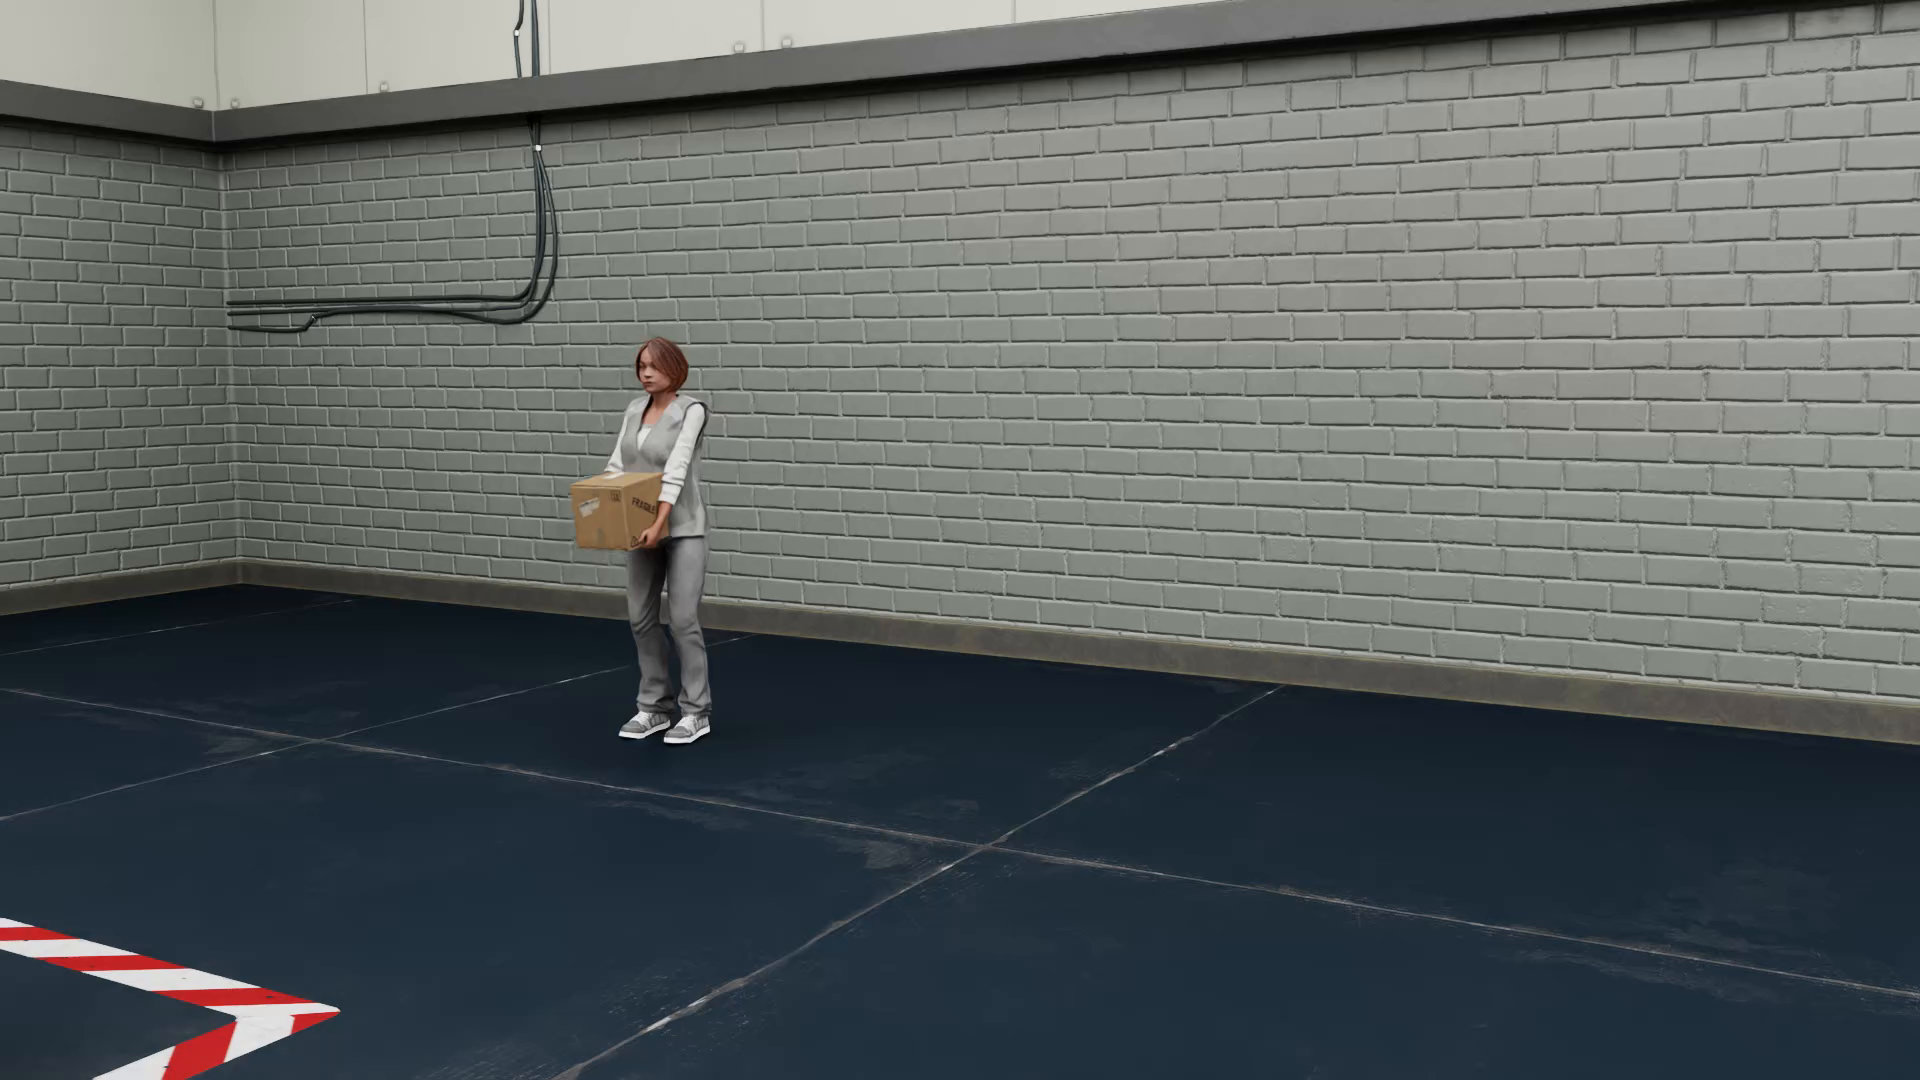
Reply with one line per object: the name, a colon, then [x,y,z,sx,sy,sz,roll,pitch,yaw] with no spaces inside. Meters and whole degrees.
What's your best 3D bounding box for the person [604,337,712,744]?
person: [-1.204,0.006,6.531,0.375,1.598,0.503,3,7,28]
